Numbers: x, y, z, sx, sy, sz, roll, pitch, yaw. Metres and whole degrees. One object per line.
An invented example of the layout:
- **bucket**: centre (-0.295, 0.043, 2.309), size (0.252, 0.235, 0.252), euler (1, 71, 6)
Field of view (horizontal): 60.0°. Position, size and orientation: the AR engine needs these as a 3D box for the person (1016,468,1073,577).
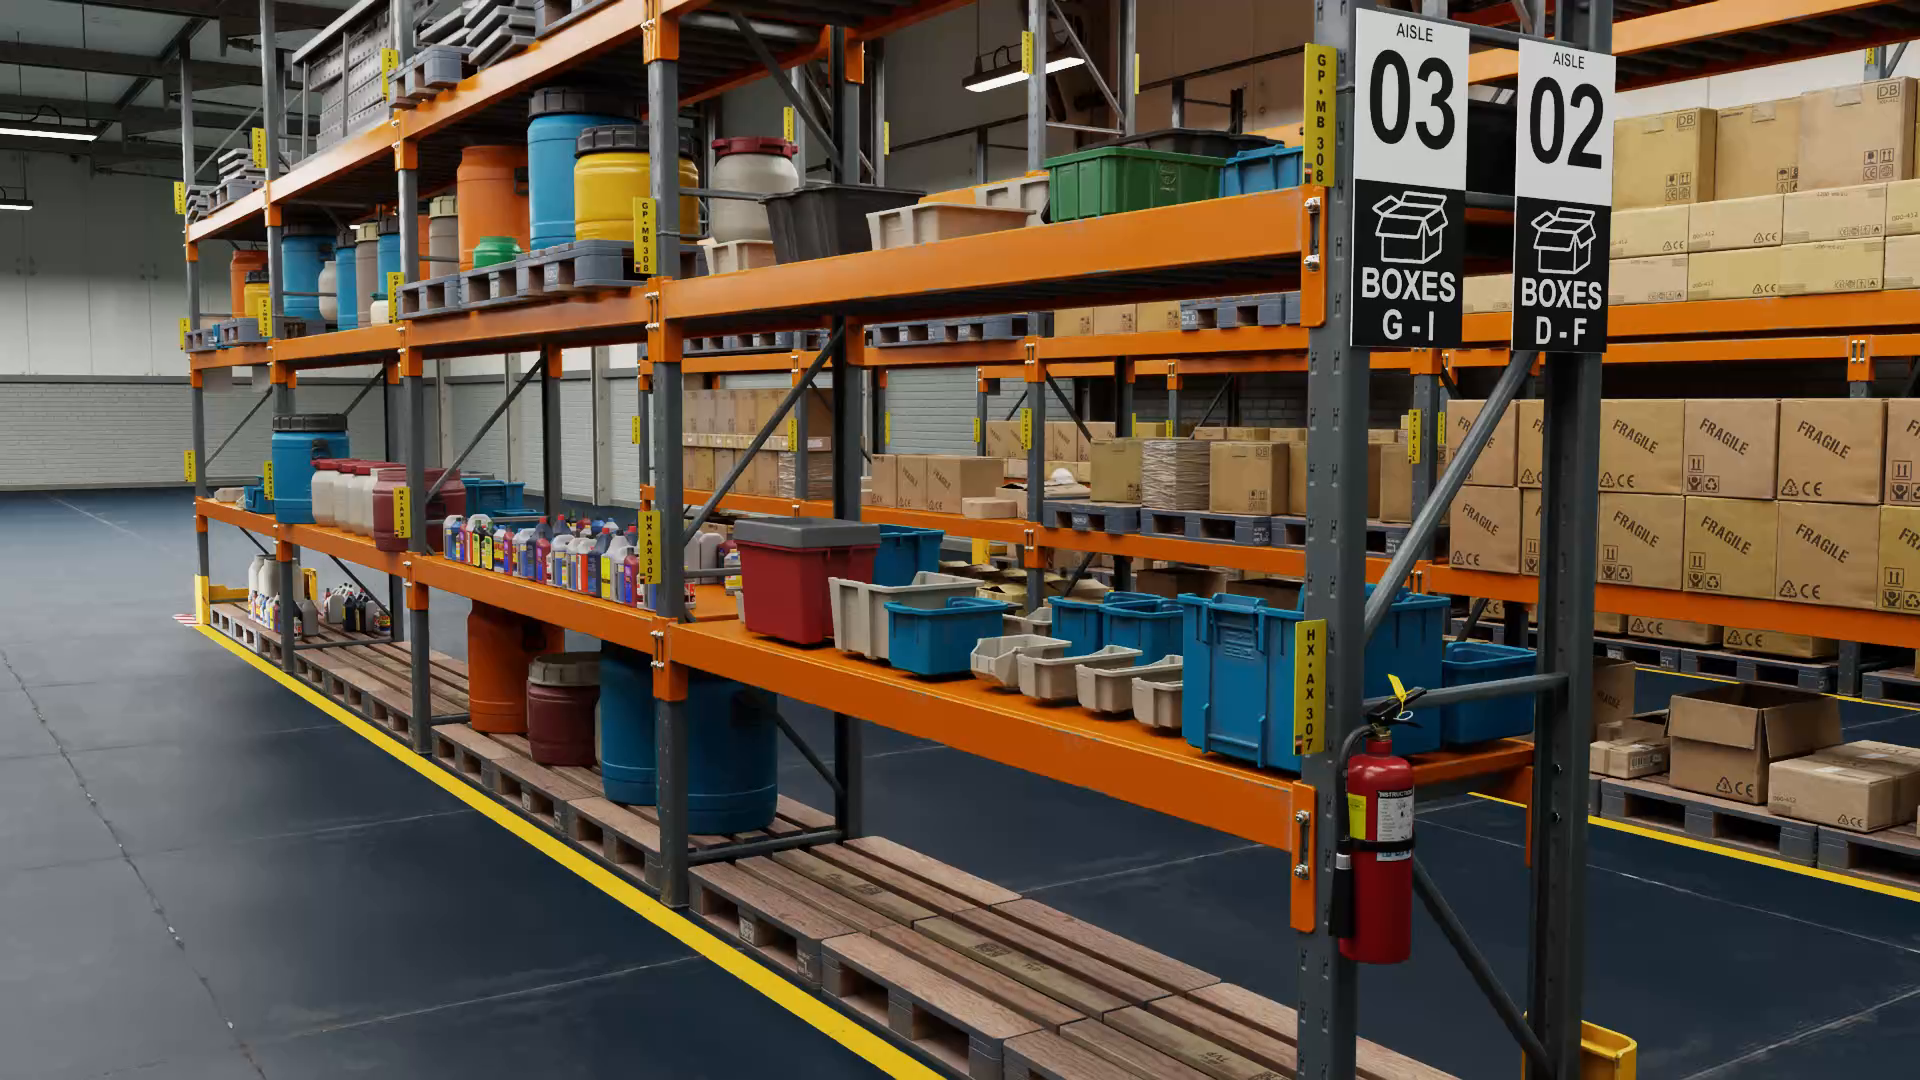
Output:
- **person**: centre (0.886, 0.098, 16.724), size (0.471, 1.651, 0.736), euler (-3, 6, -35)
